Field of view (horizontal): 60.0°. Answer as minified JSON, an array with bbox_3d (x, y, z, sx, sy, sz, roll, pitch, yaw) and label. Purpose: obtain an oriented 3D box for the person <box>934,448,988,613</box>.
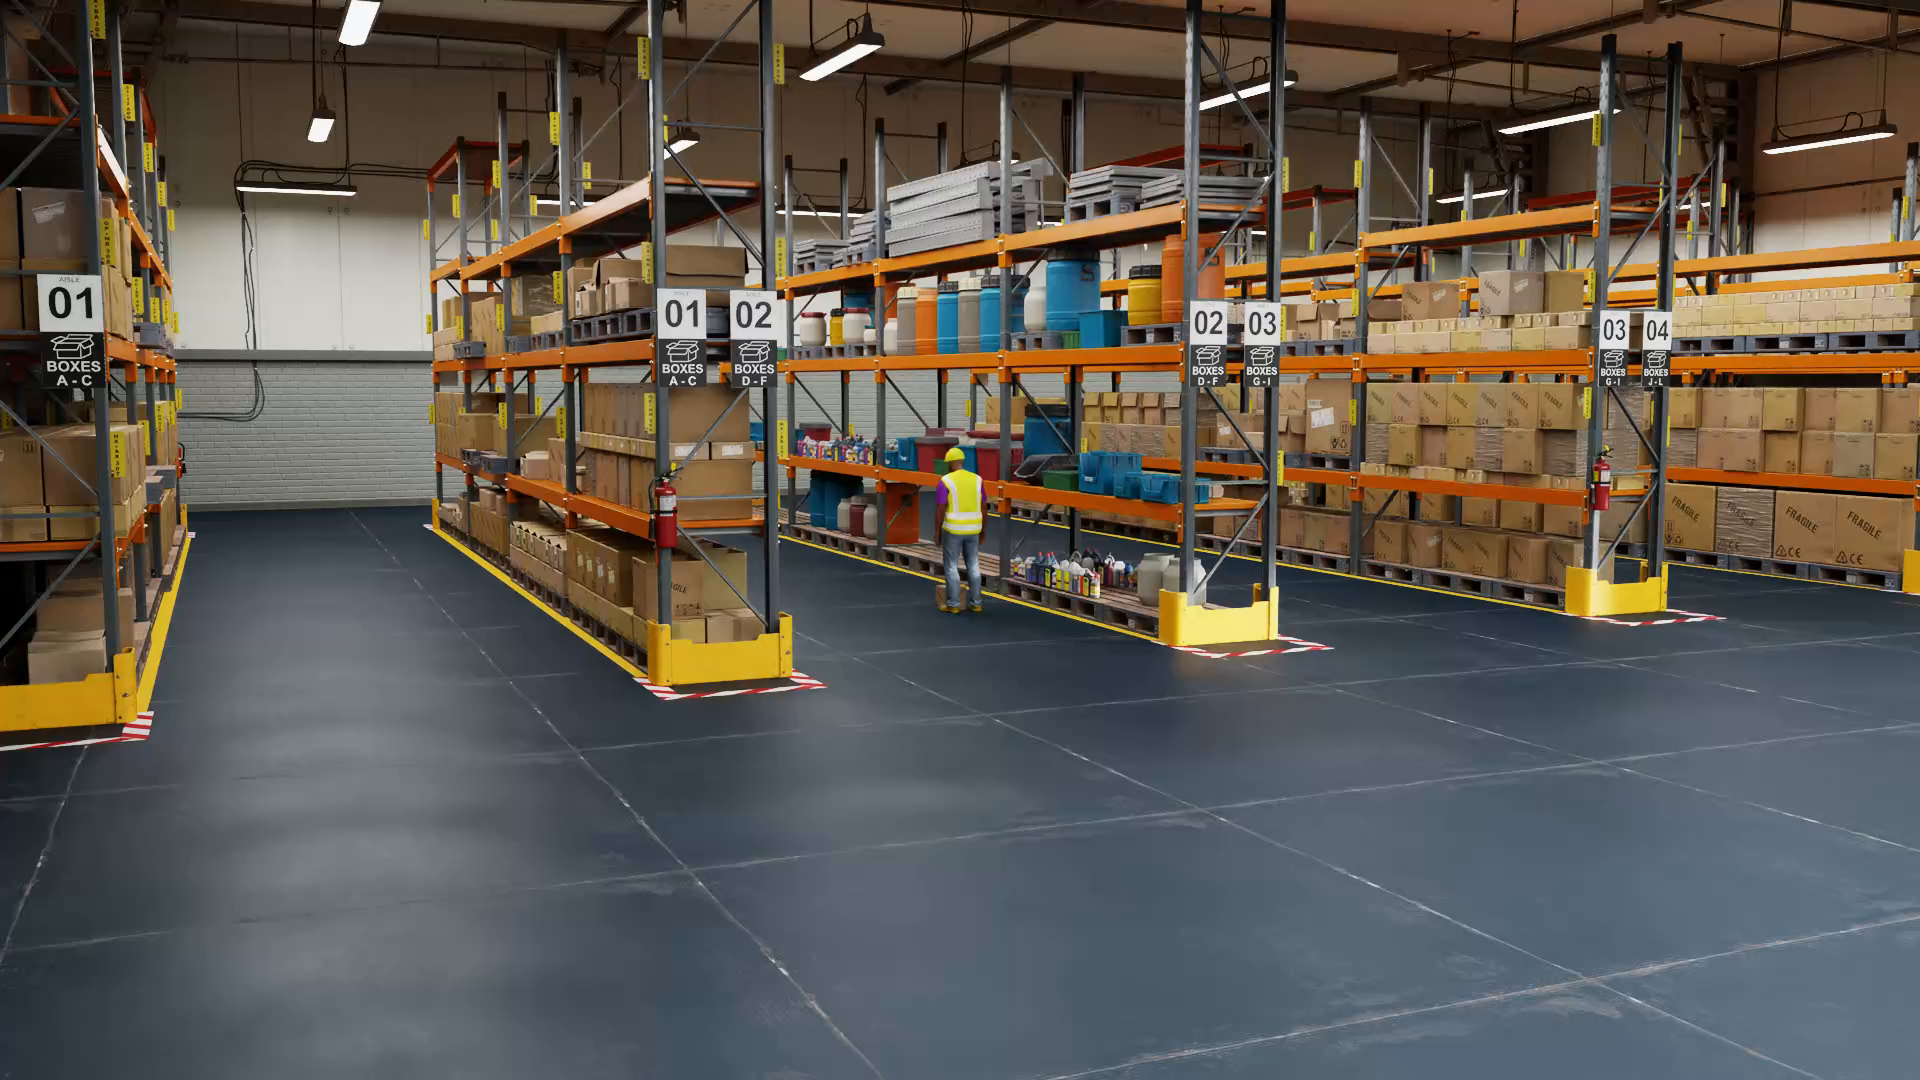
[{"bbox_3d":[-0.002,-0.106,17.810,0.626,1.759,0.463,-3,6,-26],"label":"person"}]
